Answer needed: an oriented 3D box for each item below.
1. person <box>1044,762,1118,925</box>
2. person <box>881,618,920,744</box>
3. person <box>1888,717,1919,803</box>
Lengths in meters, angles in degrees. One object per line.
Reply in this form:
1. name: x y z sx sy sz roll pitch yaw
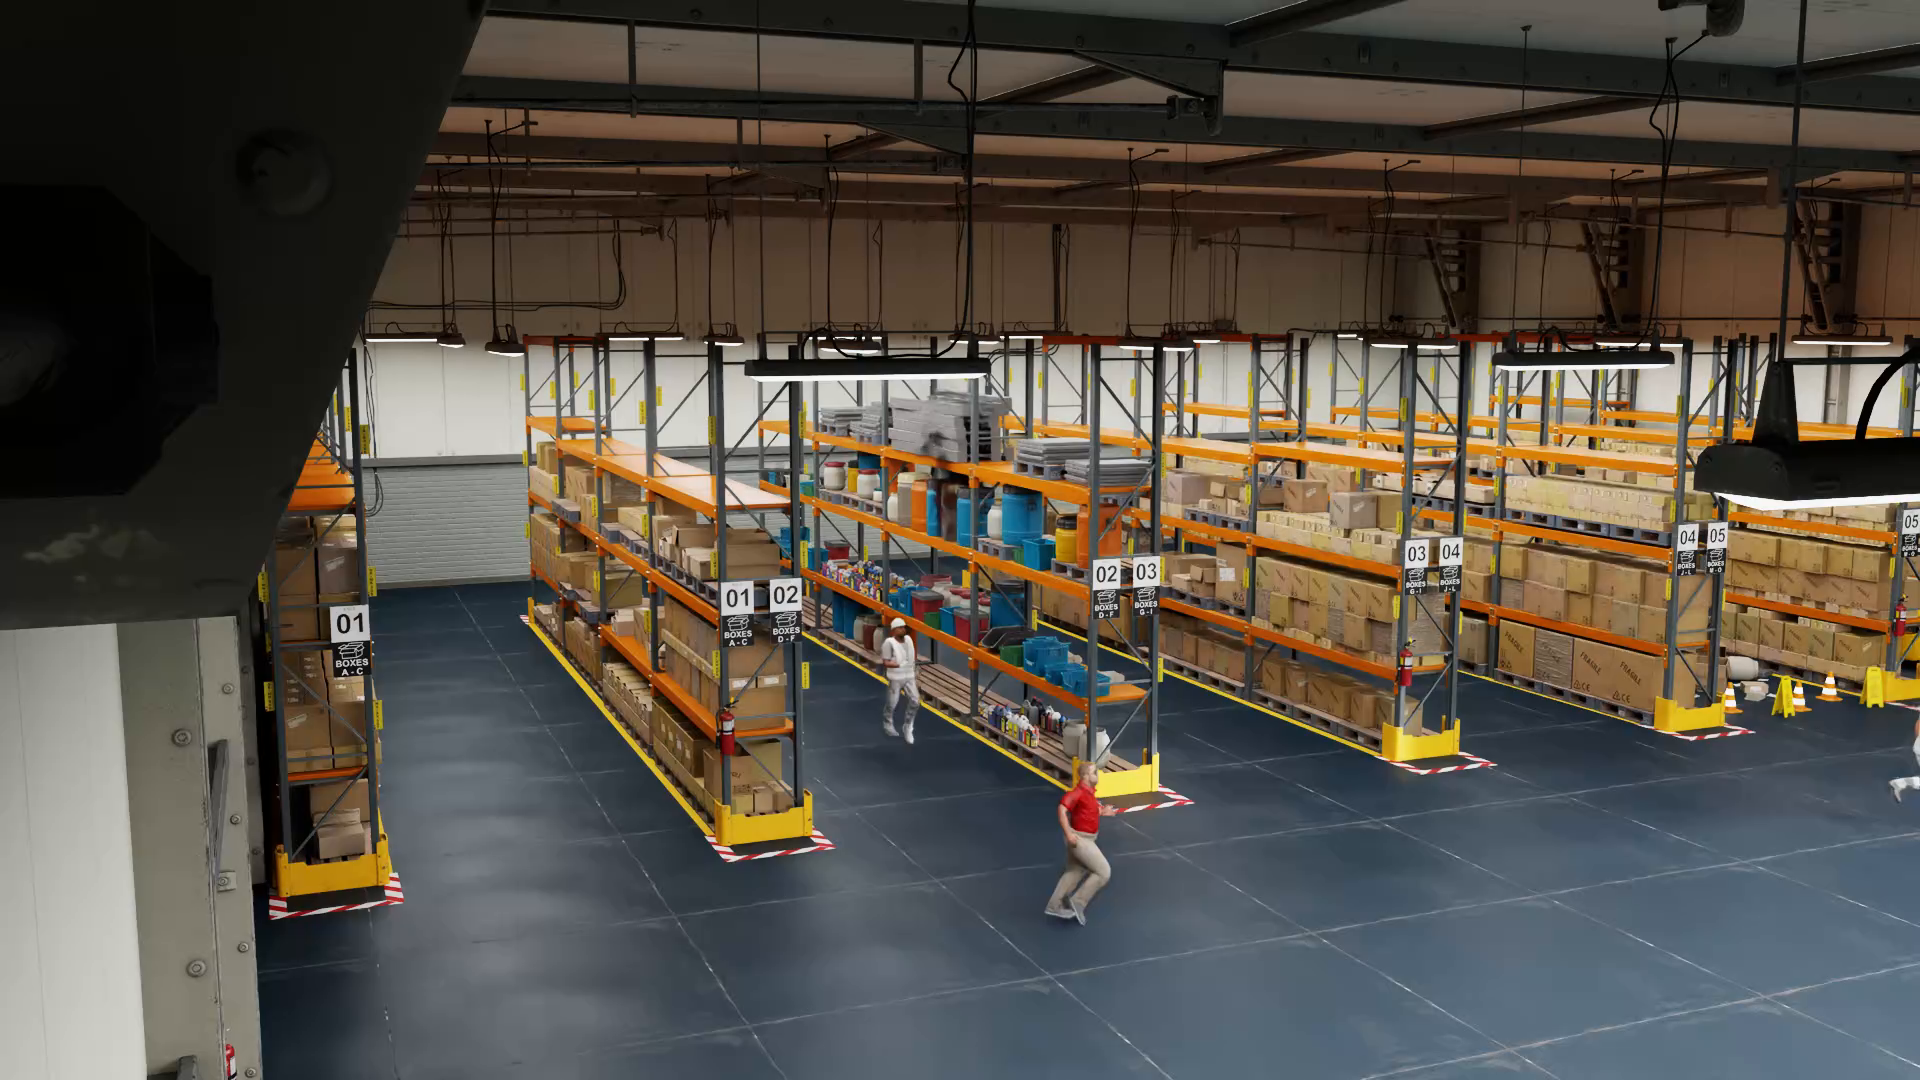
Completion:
1. person: 1.273 3.186 17.455 0.762 1.726 0.645 1 8 4
2. person: -0.837 2.042 24.007 0.649 1.849 0.713 -5 9 -35
3. person: 12.143 2.719 20.926 0.760 1.750 0.685 2 8 11
